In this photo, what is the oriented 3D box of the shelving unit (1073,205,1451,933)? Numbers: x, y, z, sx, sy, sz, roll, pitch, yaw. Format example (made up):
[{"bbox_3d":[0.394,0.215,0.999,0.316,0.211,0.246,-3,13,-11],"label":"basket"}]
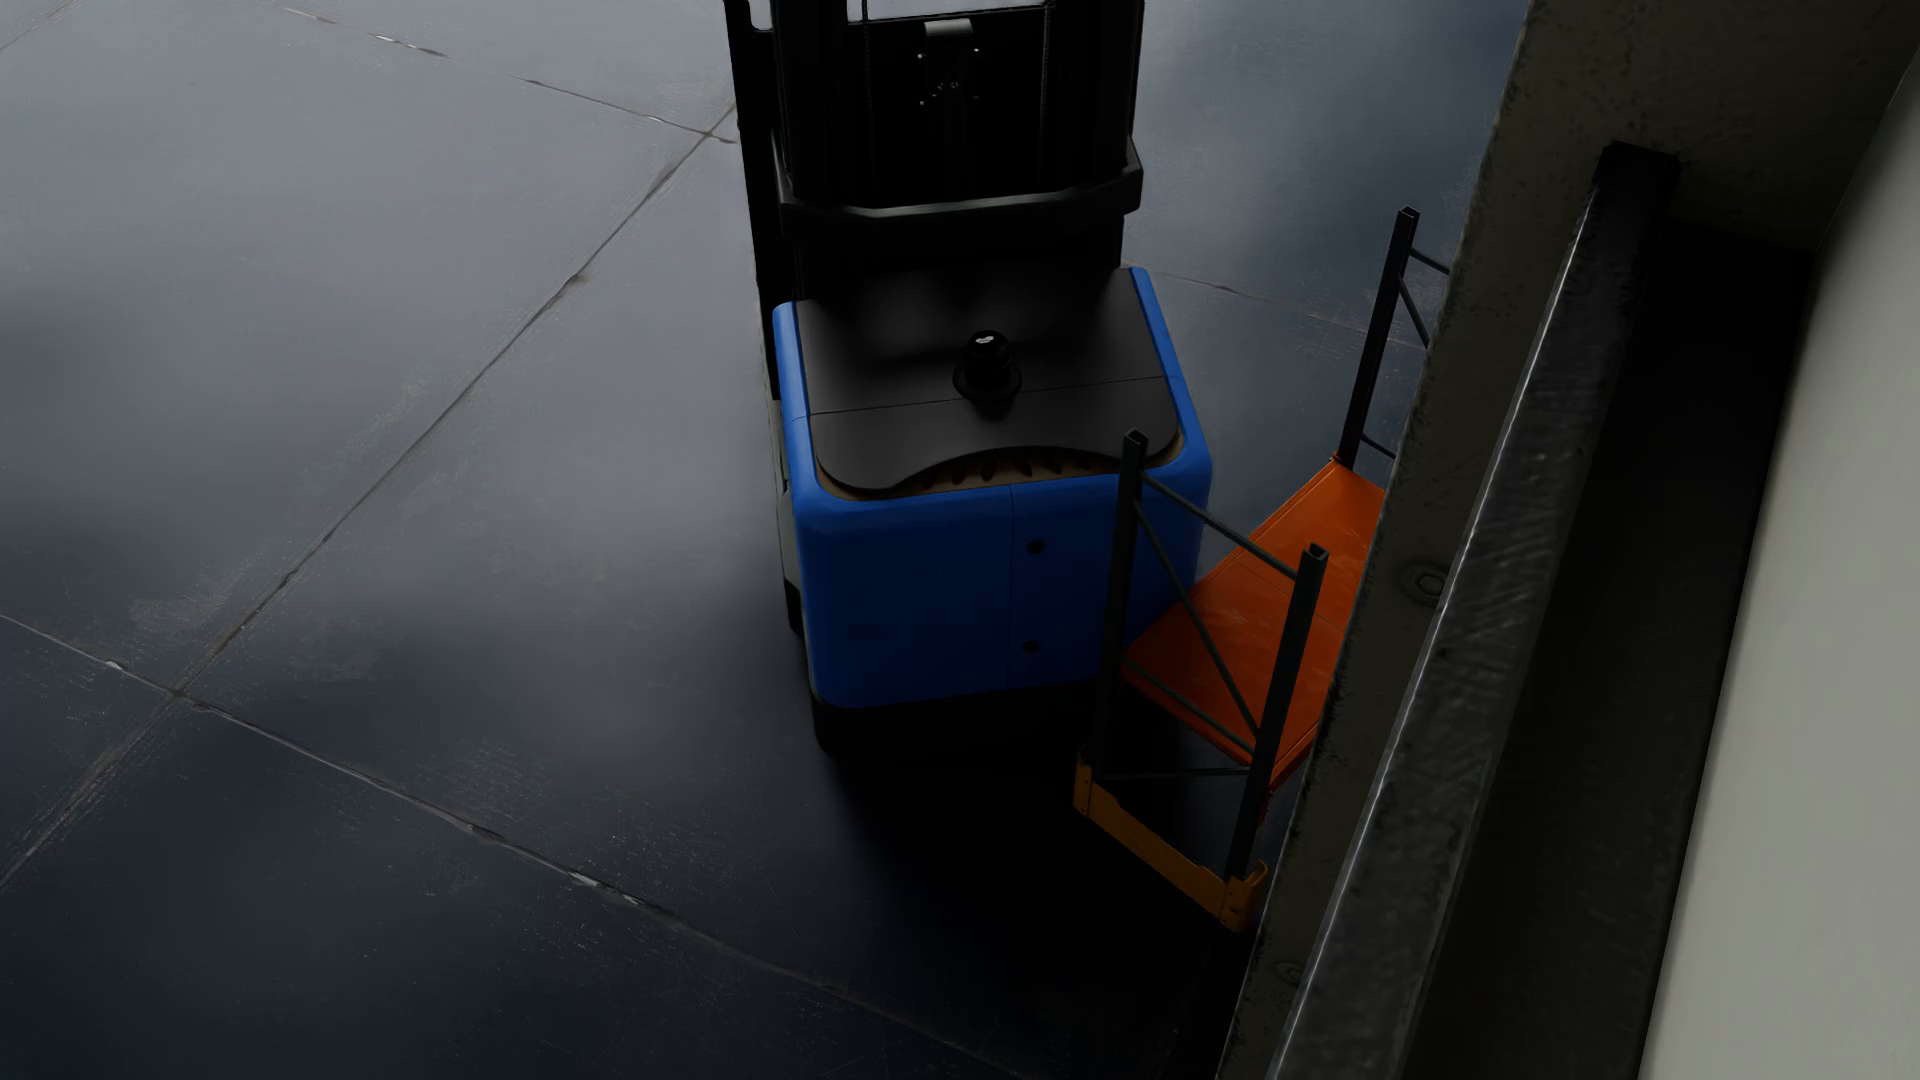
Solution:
[{"bbox_3d":[0.889,0.102,4.178,0.587,1.500,1.083,36,58,26],"label":"shelving unit"}]

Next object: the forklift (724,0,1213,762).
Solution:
[{"bbox_3d":[-0.100,-1.474,4.579,1.130,2.935,3.031,-7,50,-6],"label":"forklift"}]

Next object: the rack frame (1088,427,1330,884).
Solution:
[{"bbox_3d":[0.533,0.388,3.935,0.500,1.500,0.032,36,58,26],"label":"rack frame"}]

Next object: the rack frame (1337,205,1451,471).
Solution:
[{"bbox_3d":[1.232,-0.174,4.413,0.500,1.500,0.032,36,58,26],"label":"rack frame"}]

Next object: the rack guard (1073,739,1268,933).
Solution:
[{"bbox_3d":[0.547,0.783,4.420,0.587,0.250,0.087,36,58,26],"label":"rack guard"}]

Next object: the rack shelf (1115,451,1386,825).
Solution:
[{"bbox_3d":[0.883,0.224,4.311,0.538,0.185,1.000,36,58,26],"label":"rack shelf"}]
